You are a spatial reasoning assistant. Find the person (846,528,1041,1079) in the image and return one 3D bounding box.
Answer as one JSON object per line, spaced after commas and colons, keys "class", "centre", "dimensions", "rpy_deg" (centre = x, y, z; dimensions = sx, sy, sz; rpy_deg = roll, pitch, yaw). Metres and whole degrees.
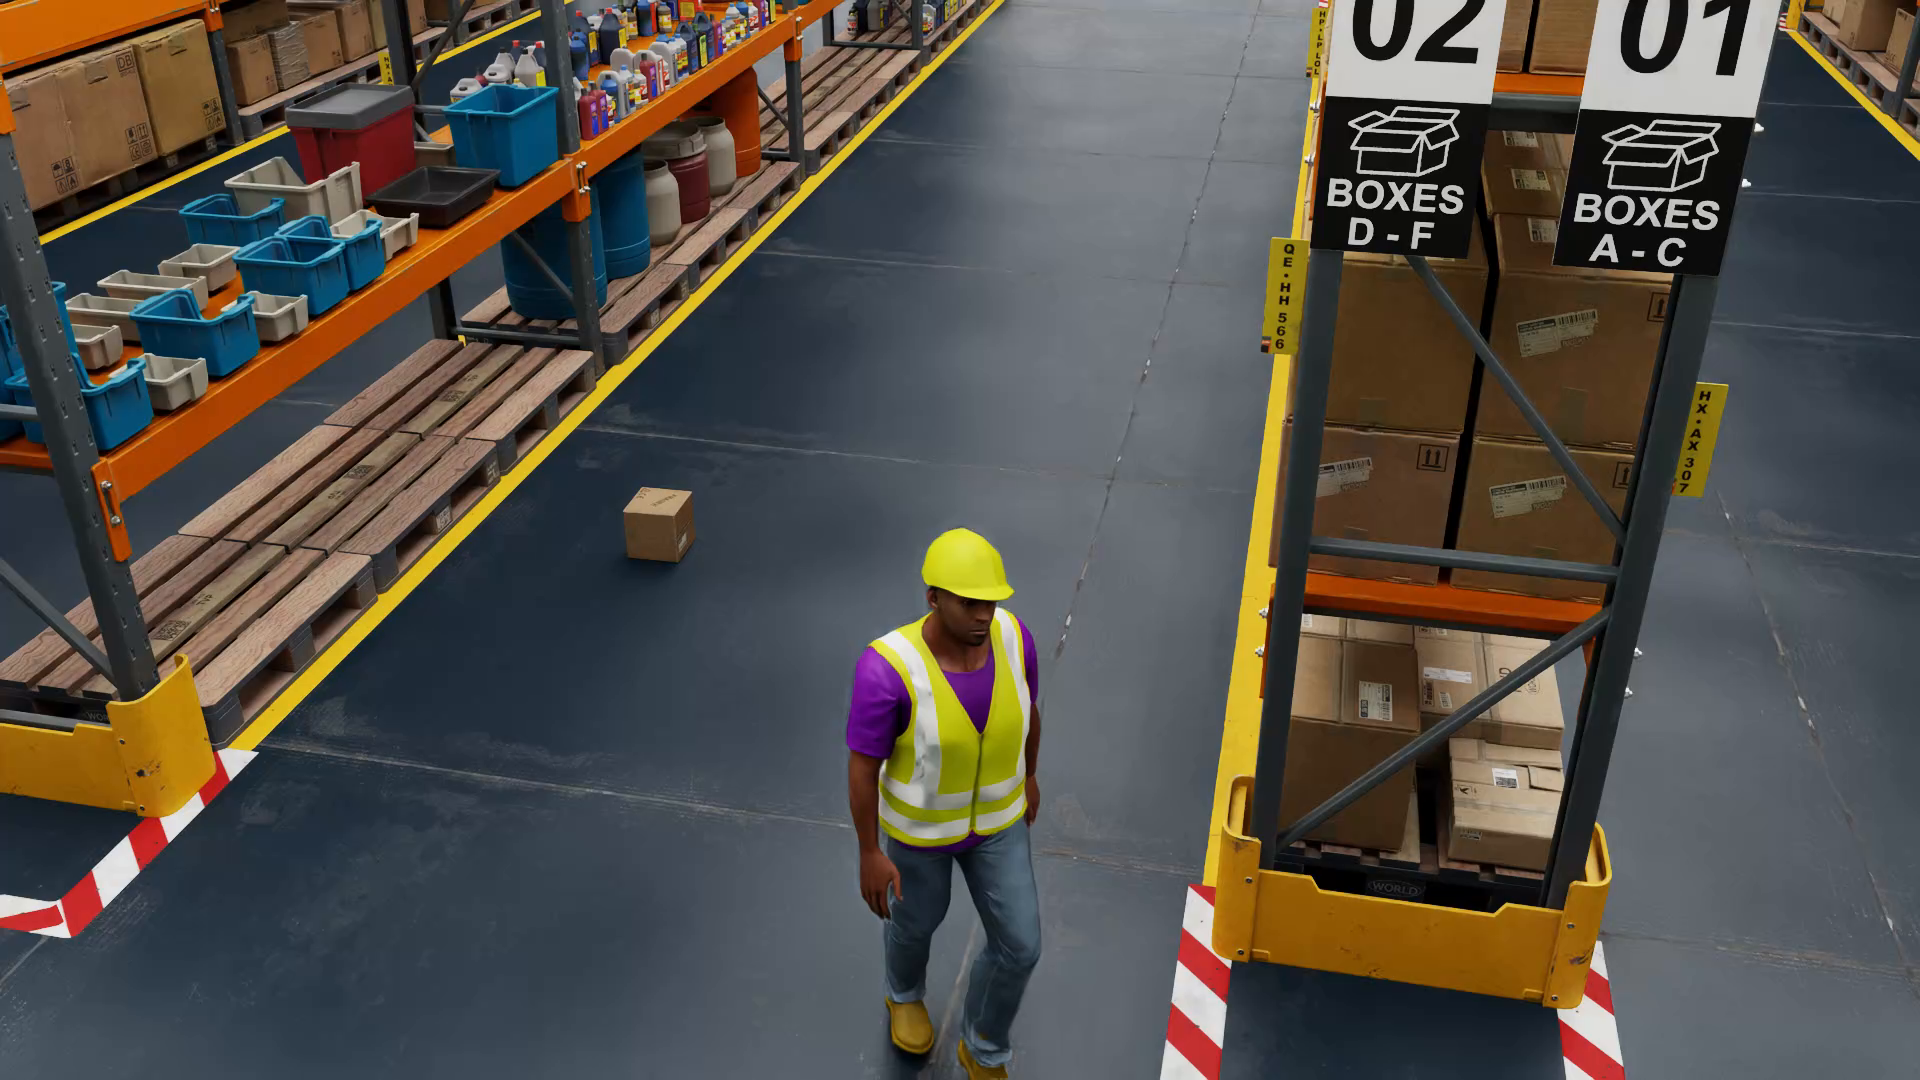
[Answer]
{"class": "person", "centre": [-0.010, 0.810, 4.650], "dimensions": [0.637, 1.817, 0.621], "rpy_deg": [-11, 31, -20]}
